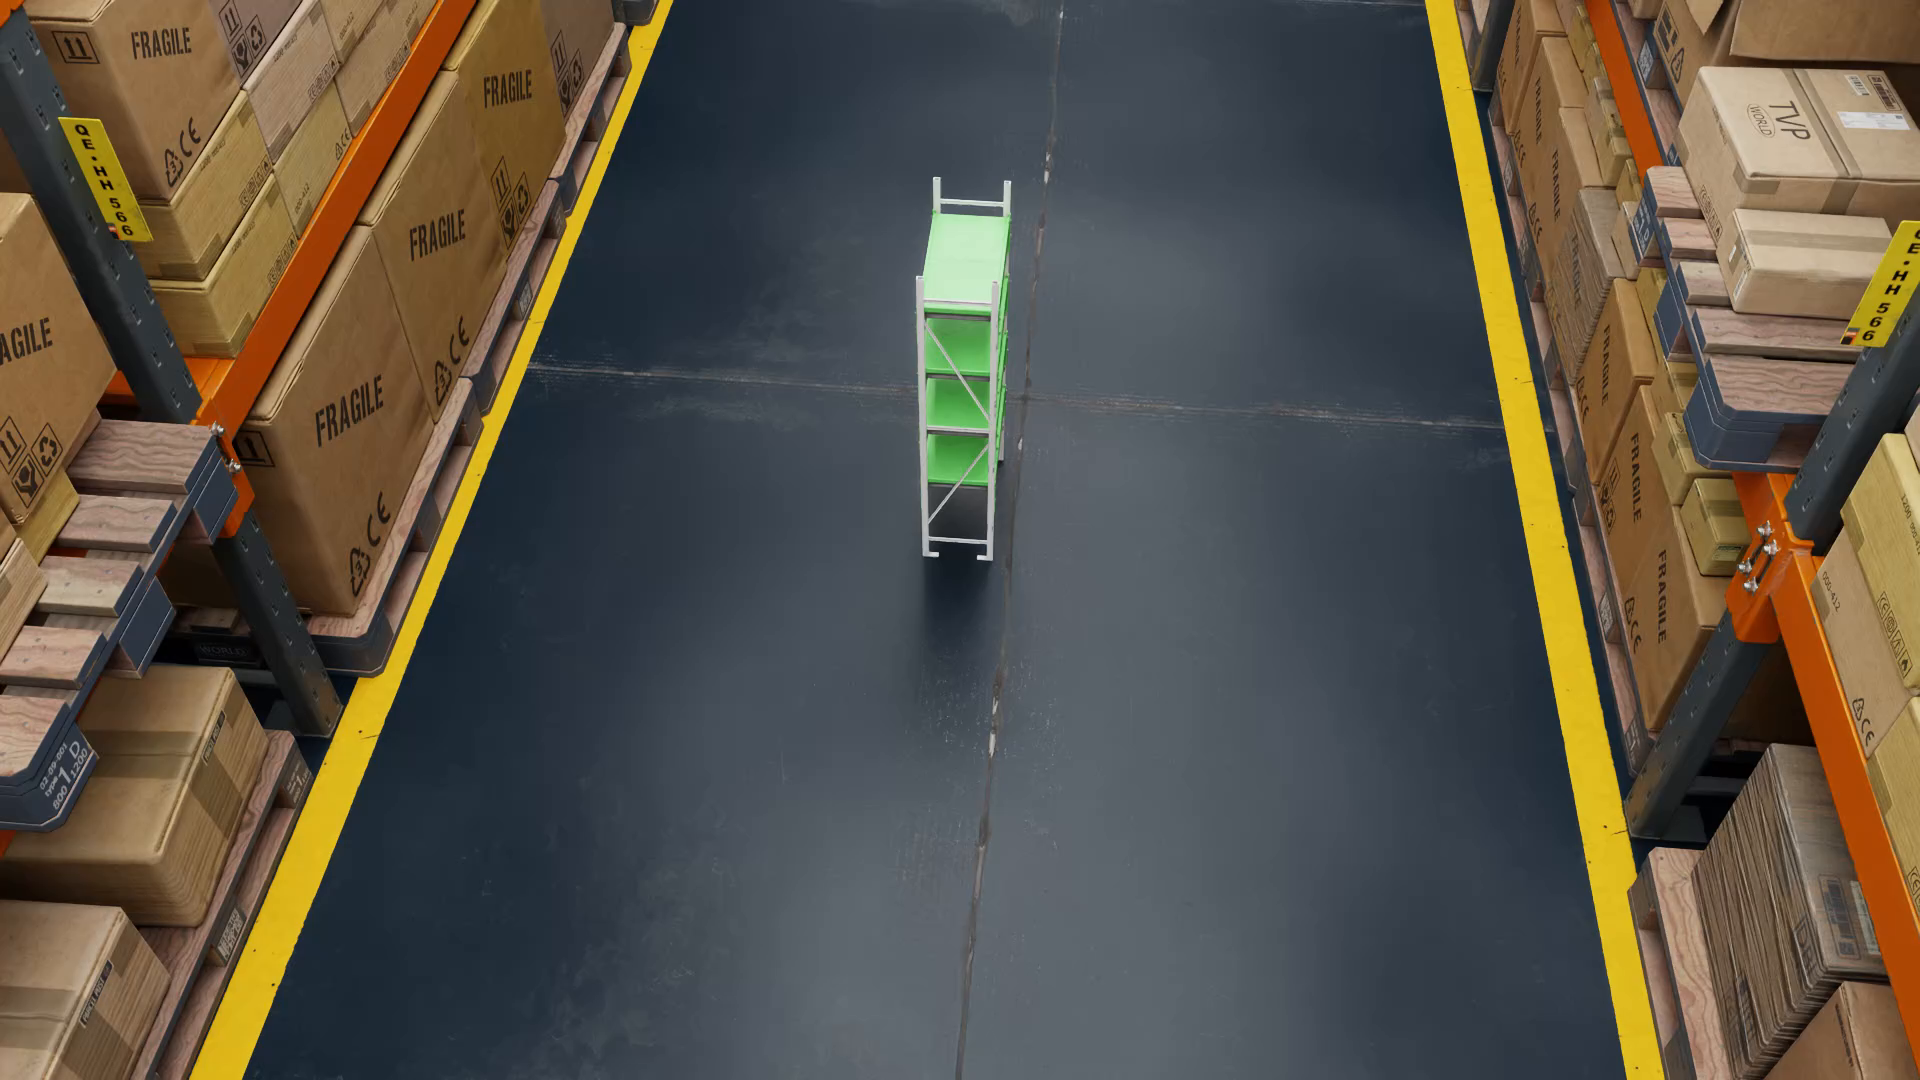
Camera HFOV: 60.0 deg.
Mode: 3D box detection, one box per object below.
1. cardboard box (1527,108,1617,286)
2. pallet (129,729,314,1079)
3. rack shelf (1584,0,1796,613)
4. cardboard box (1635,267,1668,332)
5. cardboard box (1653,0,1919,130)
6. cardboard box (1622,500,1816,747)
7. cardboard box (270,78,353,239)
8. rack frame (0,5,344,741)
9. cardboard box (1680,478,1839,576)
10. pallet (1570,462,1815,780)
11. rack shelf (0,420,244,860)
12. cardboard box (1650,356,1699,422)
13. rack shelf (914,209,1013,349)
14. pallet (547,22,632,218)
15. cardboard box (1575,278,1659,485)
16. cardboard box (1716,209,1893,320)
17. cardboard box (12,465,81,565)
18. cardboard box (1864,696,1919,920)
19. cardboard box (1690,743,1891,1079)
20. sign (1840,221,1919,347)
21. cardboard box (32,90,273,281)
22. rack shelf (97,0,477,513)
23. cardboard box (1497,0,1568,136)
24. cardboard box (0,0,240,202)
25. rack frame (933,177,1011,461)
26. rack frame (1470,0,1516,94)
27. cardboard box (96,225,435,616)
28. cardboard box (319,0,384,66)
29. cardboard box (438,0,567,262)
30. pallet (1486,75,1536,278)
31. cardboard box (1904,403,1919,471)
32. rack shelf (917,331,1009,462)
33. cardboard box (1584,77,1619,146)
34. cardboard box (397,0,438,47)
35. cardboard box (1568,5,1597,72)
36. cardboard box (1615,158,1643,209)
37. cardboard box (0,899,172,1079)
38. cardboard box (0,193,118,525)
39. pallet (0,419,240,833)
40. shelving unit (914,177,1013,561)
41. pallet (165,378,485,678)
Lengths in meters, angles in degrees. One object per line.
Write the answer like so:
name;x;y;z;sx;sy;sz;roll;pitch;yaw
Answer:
cardboard box;2.499;-1.275;6.293;0.500;0.500;0.500;3;48;2
pallet;-2.524;1.048;4.649;1.003;0.211;1.213;4;48;4
rack shelf;2.674;-1.363;5.452;1.077;0.370;4.000;4;48;4
cardboard box;2.438;-0.801;5.419;0.380;0.149;0.250;3;48;3
cardboard box;2.456;-1.525;4.757;0.797;0.503;0.637;3;48;3
cardboard box;2.316;0.240;4.907;0.500;0.500;0.500;5;48;5
cardboard box;-2.127;-1.138;4.860;0.500;0.250;0.500;3;48;2
rack frame;-2.452;-0.467;4.145;1.000;3.000;0.127;4;48;4
cardboard box;2.284;-0.033;4.718;0.380;0.149;0.250;2;48;2
pallet;2.597;0.259;5.370;1.003;0.211;1.213;4;48;4
rack shelf;-2.634;1.245;3.066;1.077;0.370;4.000;4;48;4
cardboard box;2.346;-0.427;5.077;0.380;0.149;0.250;2;48;2
rack shelf;0.015;-0.807;5.111;0.258;0.148;0.480;4;48;4
pallet;-2.082;-1.894;7.339;1.003;0.211;1.213;4;48;4
cardboard box;2.417;-0.511;5.594;0.500;0.500;0.500;6;48;5
cardboard box;2.169;-0.702;4.245;0.380;0.149;0.250;5;48;4
cardboard box;-2.200;-0.066;3.663;0.380;0.149;0.250;5;48;4
cardboard box;2.157;0.593;3.276;0.500;0.250;0.500;3;48;3
cardboard box;2.421;0.981;4.145;0.875;0.625;0.625;5;48;5
sign;1.950;-0.530;3.471;0.100;0.325;0.005;4;48;4
cardboard box;-2.160;-0.941;4.341;0.500;0.250;0.500;4;48;3
rack shelf;-2.269;-1.694;5.754;1.077;0.370;4.000;4;48;4
cardboard box;2.588;-2.034;6.987;0.500;0.500;0.500;6;48;5
cardboard box;-2.163;-1.185;4.055;0.500;0.500;0.500;2;48;2
rack frame;0.037;-0.706;5.583;0.240;1.200;0.015;4;48;4
rack frame;2.856;-3.076;6.530;1.000;3.000;0.127;4;48;4
cardboard box;-2.306;-0.394;5.233;0.875;0.875;0.875;3;48;3
cardboard box;-2.054;-1.686;5.023;0.500;0.250;0.500;4;48;3
cardboard box;-2.139;-1.706;6.433;0.875;0.875;0.875;5;48;5
pallet;2.820;-1.534;7.010;1.003;0.211;1.213;4;48;4
cardboard box;2.169;-0.175;3.370;0.380;0.149;0.250;5;48;5
rack shelf;0.015;-0.483;5.466;0.258;0.148;0.480;4;48;4
cardboard box;2.527;-1.566;6.119;0.380;0.149;0.250;4;48;3
cardboard box;-2.032;-1.886;5.544;0.500;0.250;0.500;4;48;4
cardboard box;2.598;-1.949;6.470;0.380;0.149;0.250;2;48;2
cardboard box;2.506;-1.183;5.769;0.380;0.149;0.250;4;48;4
cardboard box;-2.572;1.235;4.084;0.950;0.372;0.625;3;48;3
cardboard box;-2.216;-0.391;3.521;0.500;0.500;0.500;3;48;2
pallet;-2.411;0.128;3.730;1.213;0.211;1.003;4;48;4
shelving unit;0.015;-0.527;5.419;0.258;1.200;0.503;4;48;4
pallet;-2.305;-0.101;5.699;1.003;0.211;1.213;4;48;4
